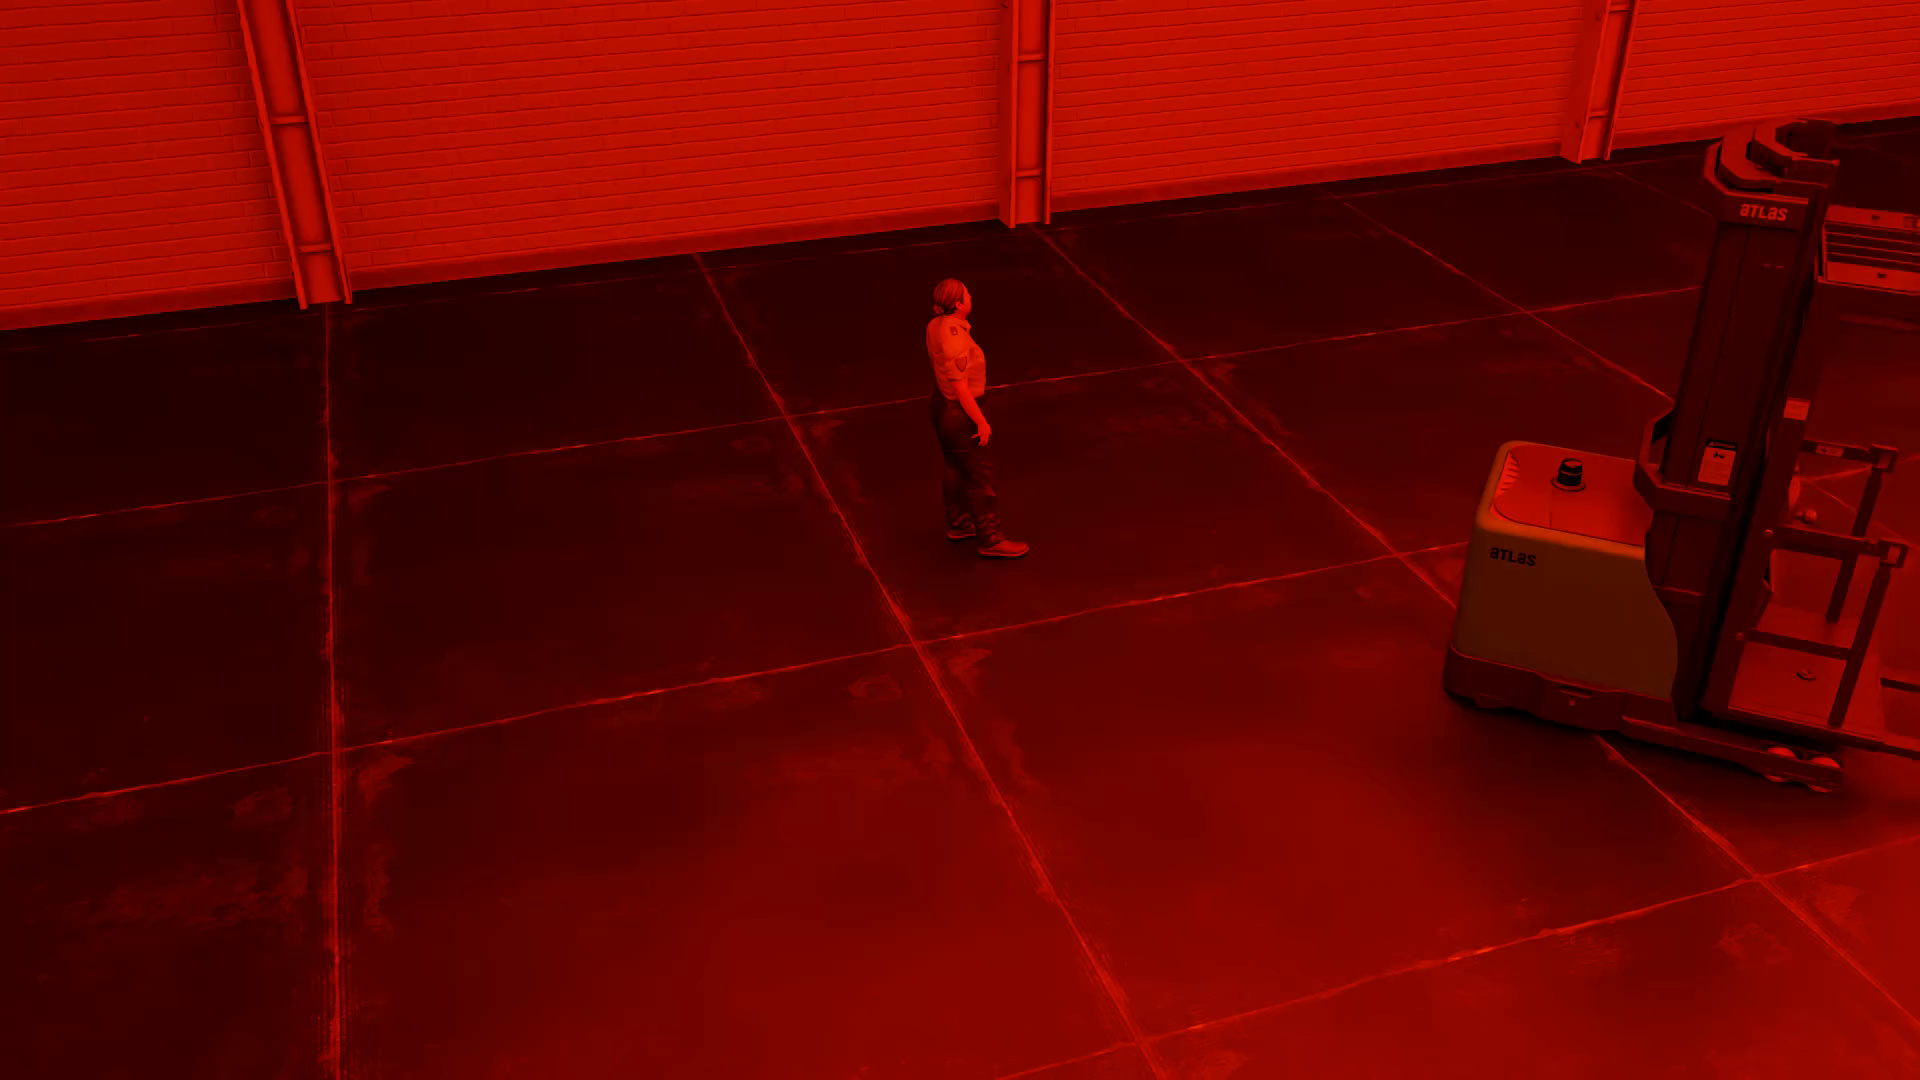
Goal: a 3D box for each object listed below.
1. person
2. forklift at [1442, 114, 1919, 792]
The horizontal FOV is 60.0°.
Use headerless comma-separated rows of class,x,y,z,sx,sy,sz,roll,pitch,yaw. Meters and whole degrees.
person,0.092,-0.725,9.617,0.503,1.651,0.598,-10,31,-16
forklift,4.057,-0.370,7.730,3.031,2.935,1.130,12,32,20
